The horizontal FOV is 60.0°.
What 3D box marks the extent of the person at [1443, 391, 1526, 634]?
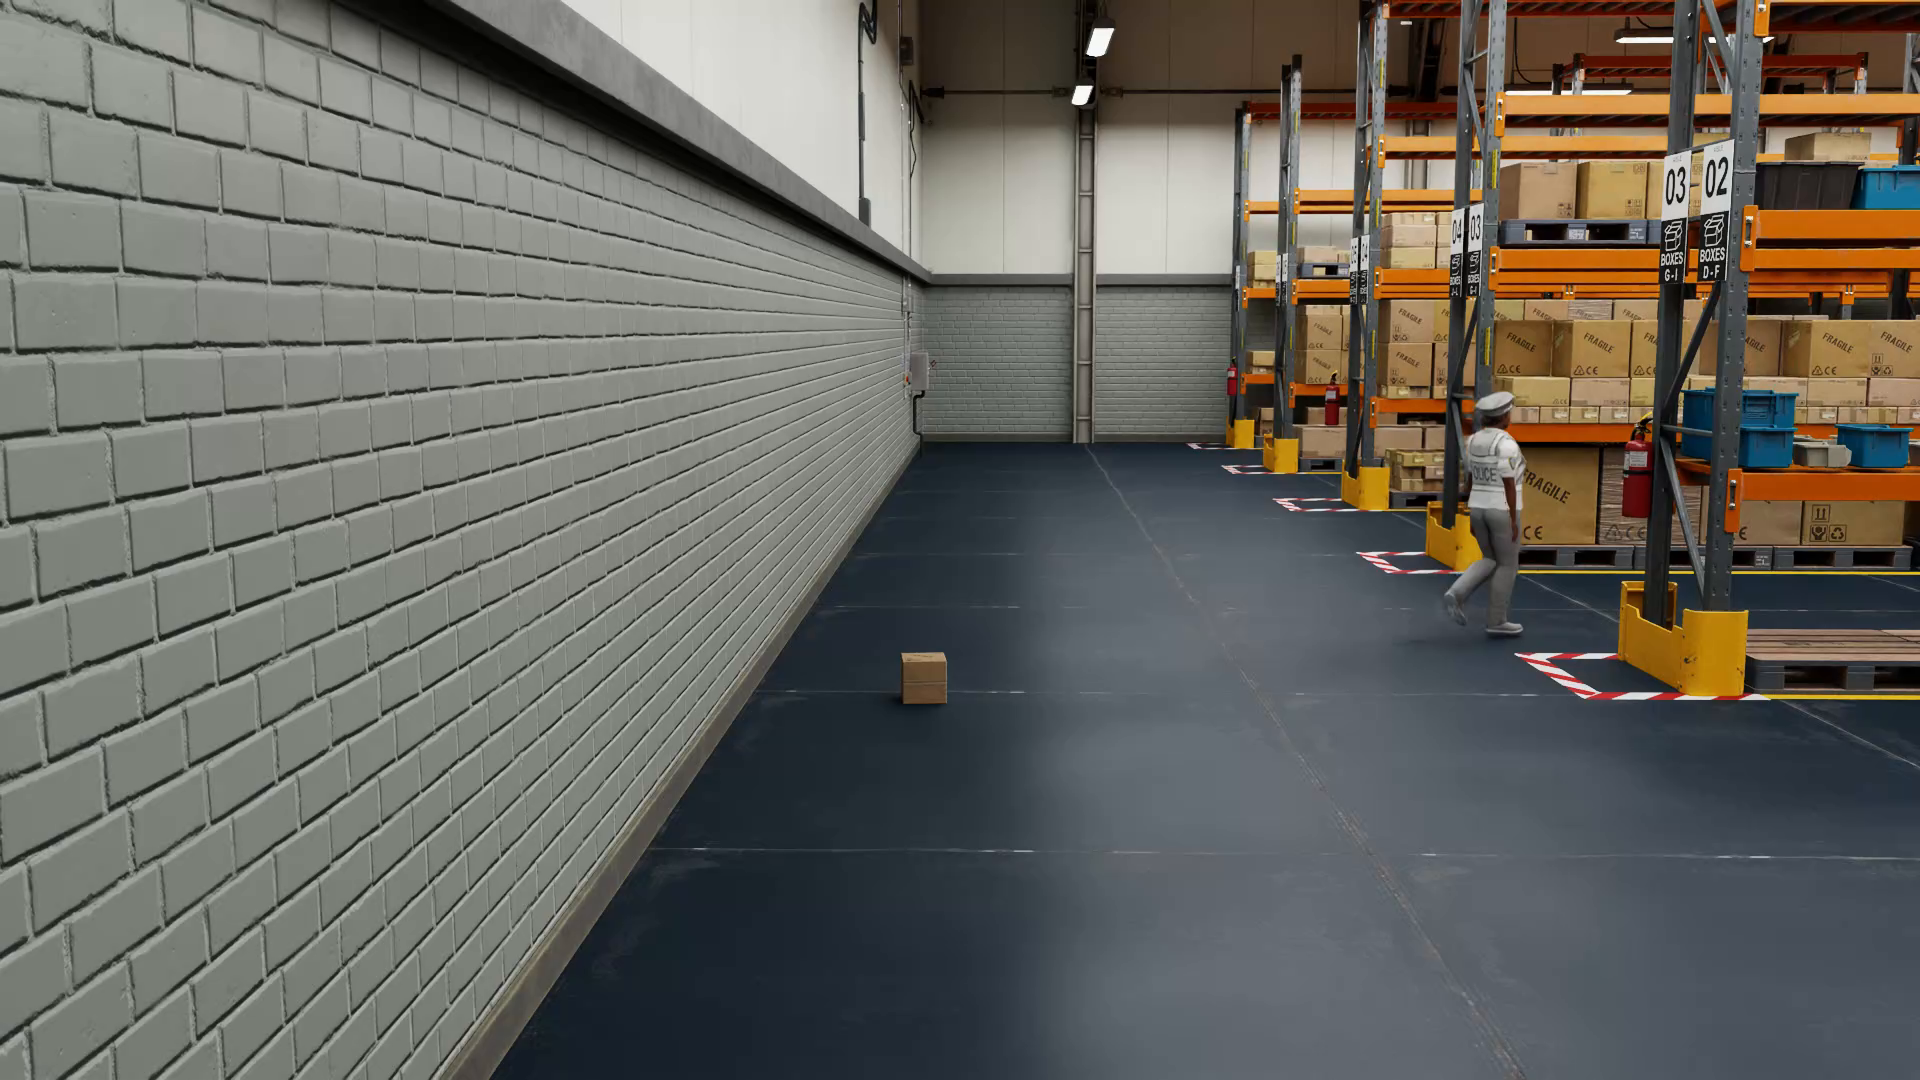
[{"bbox_3d":[3.667,-0.178,11.488,0.527,1.669,0.444,-3,8,-23],"label":"person"}]
